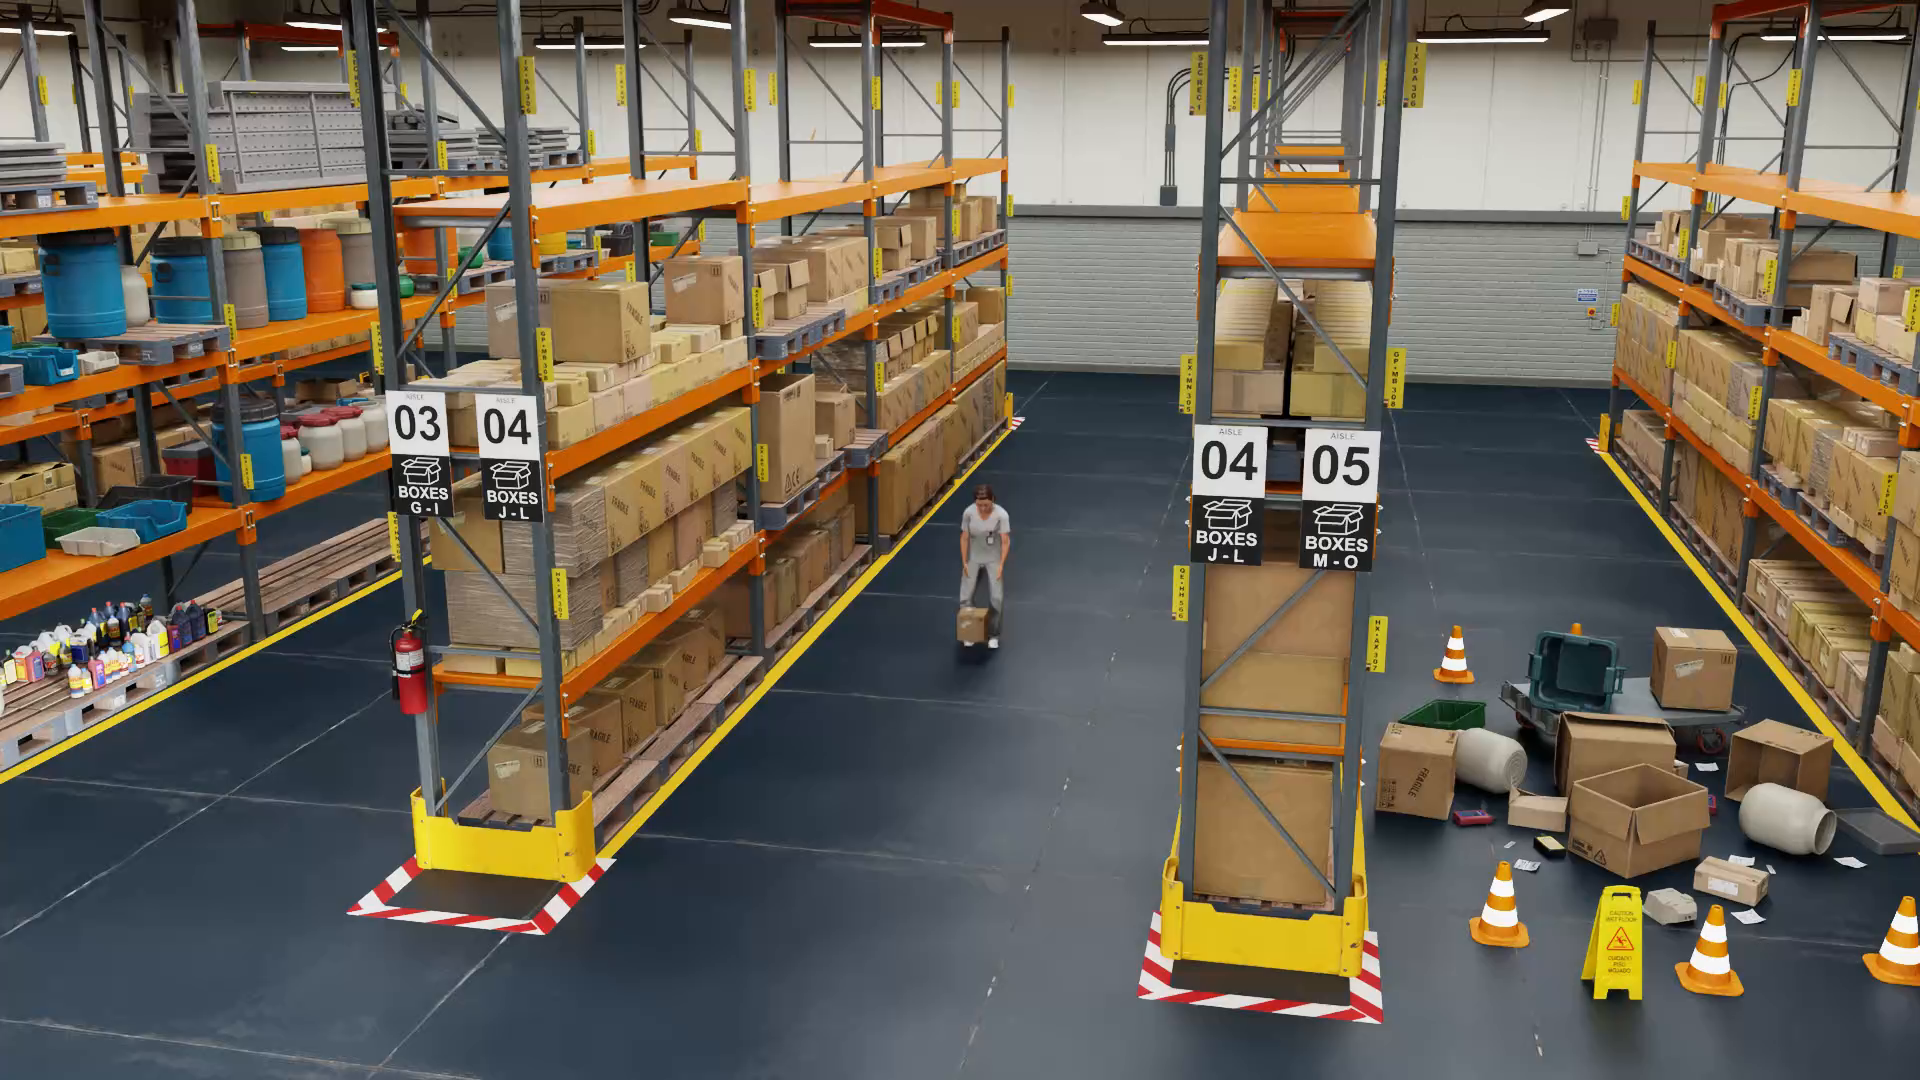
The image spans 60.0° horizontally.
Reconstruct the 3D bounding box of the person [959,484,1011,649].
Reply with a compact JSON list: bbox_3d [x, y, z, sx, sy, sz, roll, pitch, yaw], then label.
[{"bbox_3d":[0.236,0.222,15.390,0.475,1.573,0.464,3,15,12],"label":"person"}]
